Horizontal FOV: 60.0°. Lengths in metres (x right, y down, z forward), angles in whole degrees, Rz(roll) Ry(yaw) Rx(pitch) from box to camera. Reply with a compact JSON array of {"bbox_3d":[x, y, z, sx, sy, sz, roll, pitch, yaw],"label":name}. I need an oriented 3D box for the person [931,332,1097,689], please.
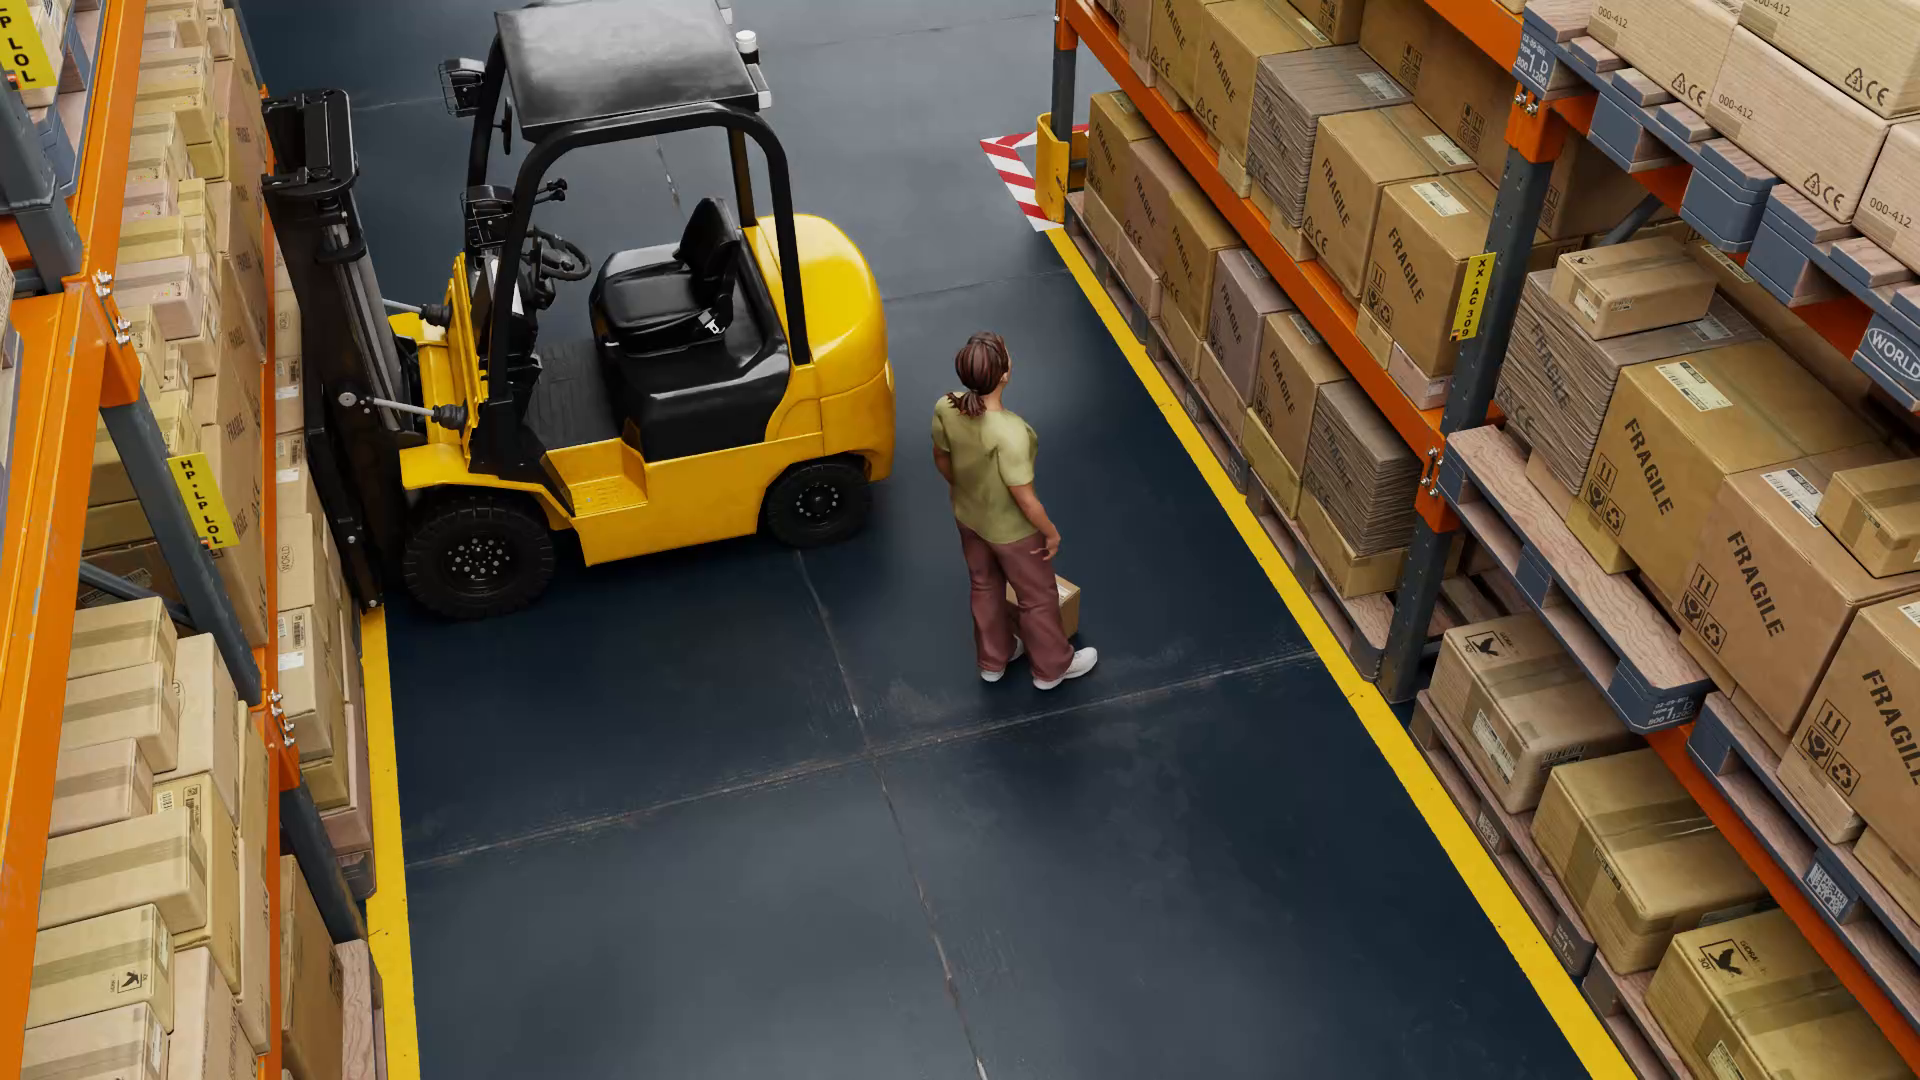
[{"bbox_3d":[0.196,-0.111,6.270,0.553,1.676,0.549,33,52,31],"label":"person"}]
